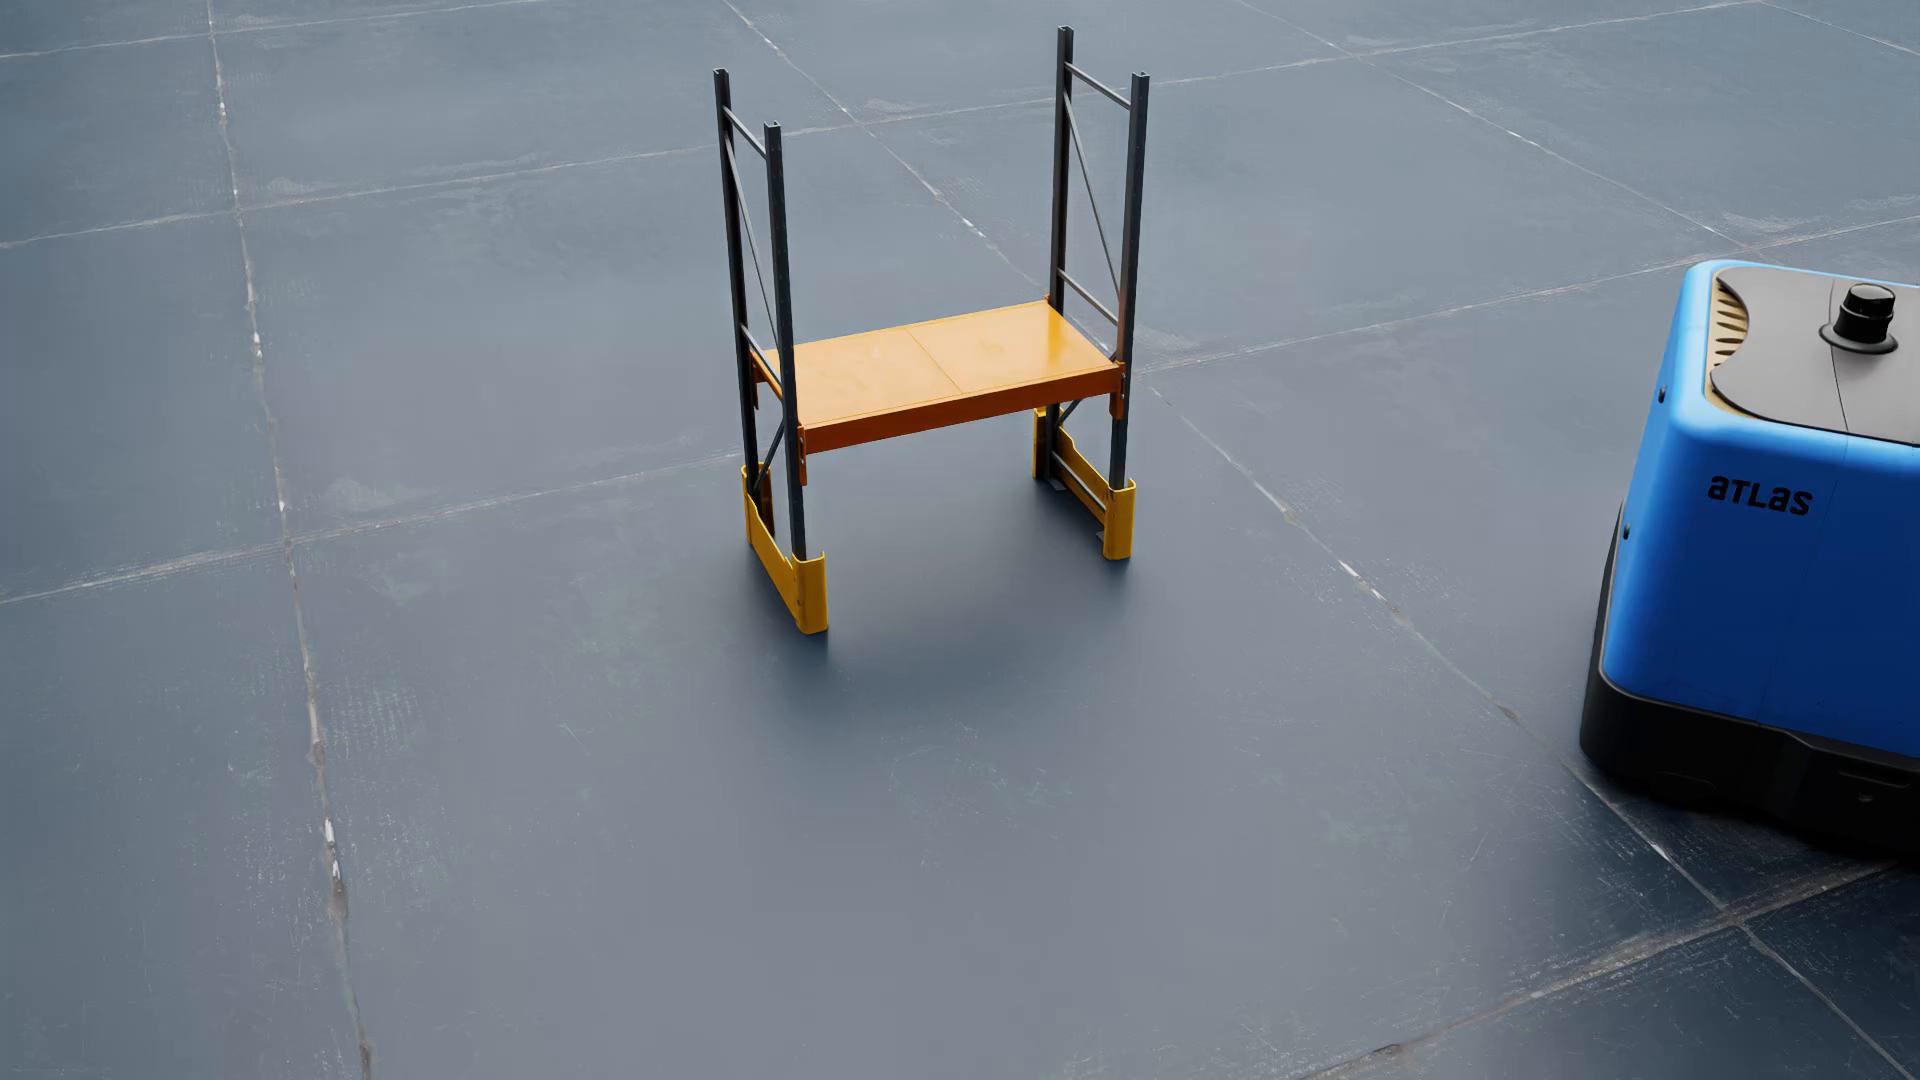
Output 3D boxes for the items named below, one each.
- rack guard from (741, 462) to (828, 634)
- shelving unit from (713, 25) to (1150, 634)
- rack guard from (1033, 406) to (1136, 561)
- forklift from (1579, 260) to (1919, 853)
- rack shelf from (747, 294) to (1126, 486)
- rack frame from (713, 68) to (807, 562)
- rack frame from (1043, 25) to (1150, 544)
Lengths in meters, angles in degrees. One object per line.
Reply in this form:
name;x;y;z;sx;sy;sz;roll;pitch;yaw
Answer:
rack guard;-0.529;0.016;4.996;0.087;0.250;0.587;-13;35;-19
shelving unit;-0.070;-0.613;4.816;1.083;1.500;0.587;-13;35;-19
rack guard;0.389;-0.194;5.319;0.087;0.250;0.587;-13;35;-19
forklift;3.171;-0.551;3.409;3.031;2.935;1.130;13;35;18
rack shelf;-0.079;-0.460;4.911;1.000;0.185;0.538;-13;35;-19
rack frame;-0.547;-0.503;4.648;0.032;1.500;0.500;-13;35;-19
rack frame;0.390;-0.718;4.978;0.032;1.500;0.500;-13;35;-19
